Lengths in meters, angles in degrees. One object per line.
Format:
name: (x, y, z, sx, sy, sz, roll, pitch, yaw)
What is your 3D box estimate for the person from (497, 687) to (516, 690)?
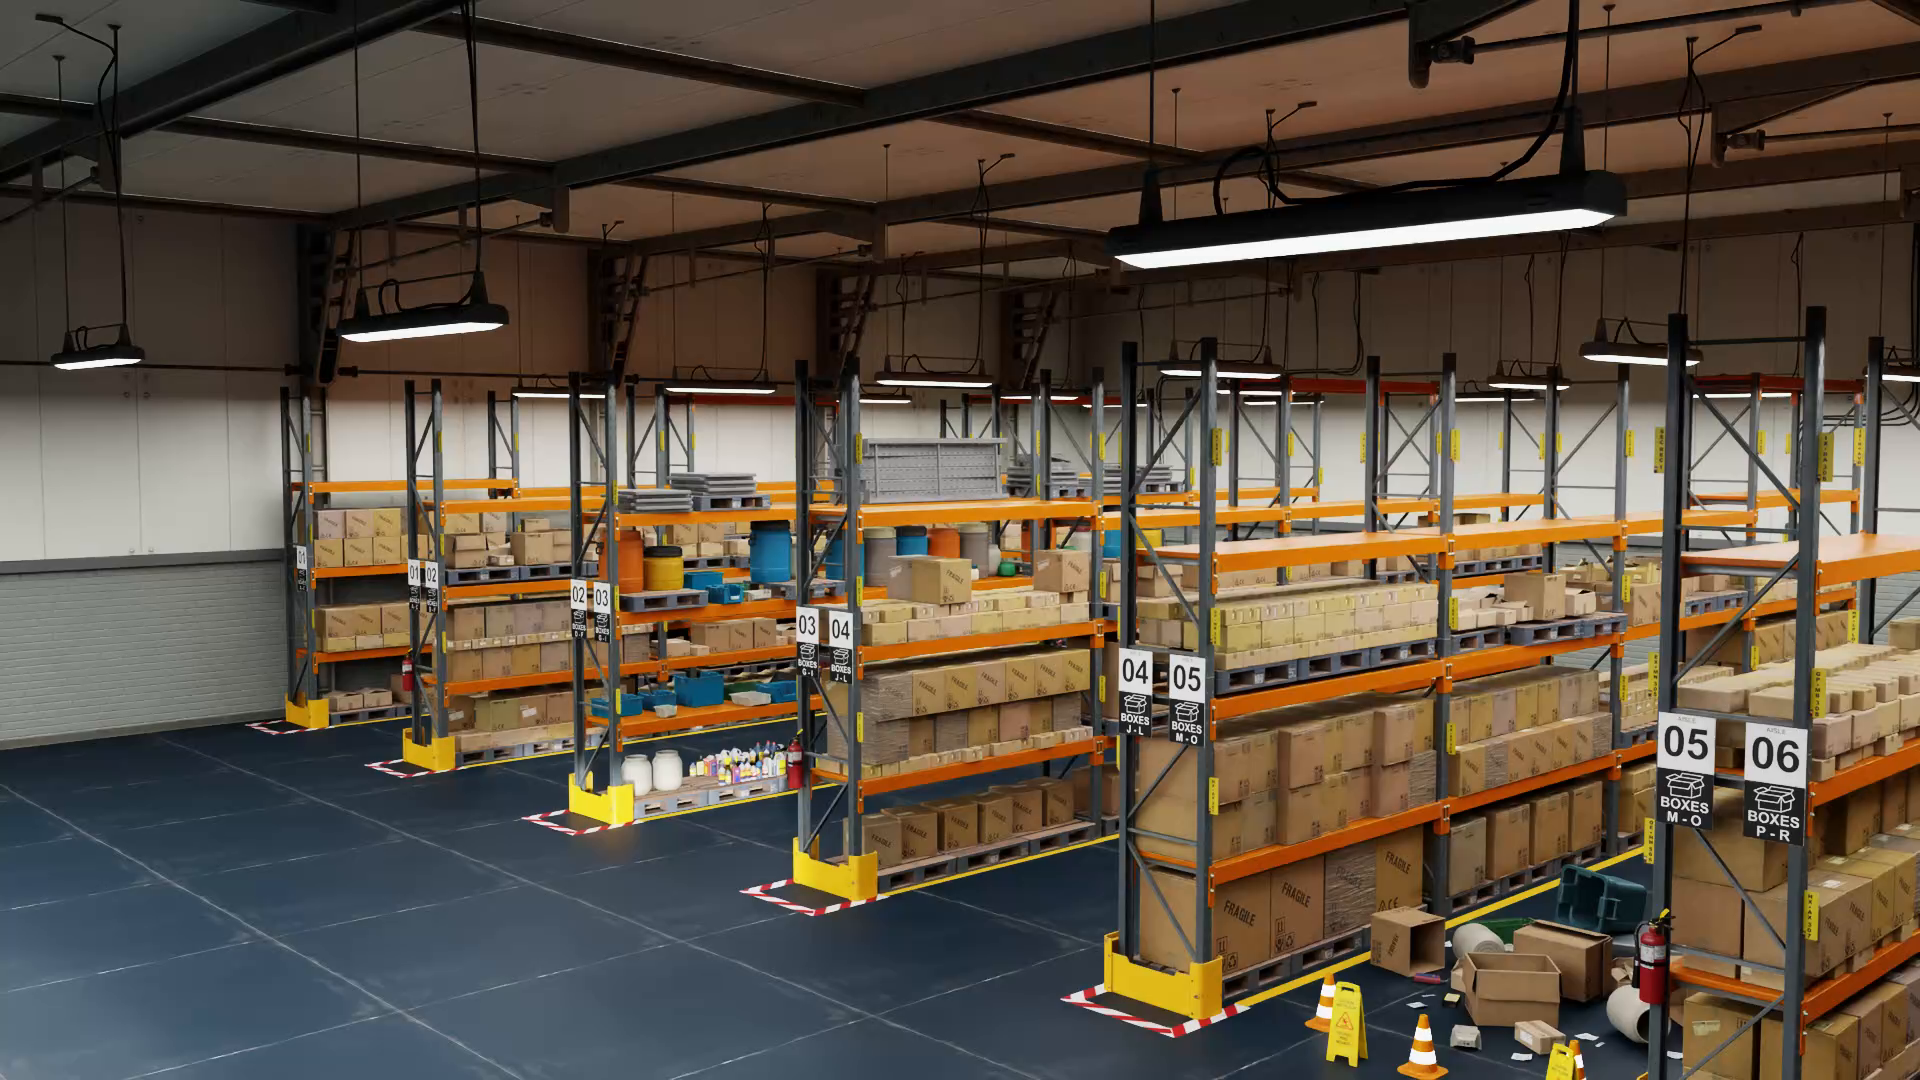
person: (-7.943, 2.508, 29.054, 0.561, 1.755, 0.353, -3, 5, -41)
